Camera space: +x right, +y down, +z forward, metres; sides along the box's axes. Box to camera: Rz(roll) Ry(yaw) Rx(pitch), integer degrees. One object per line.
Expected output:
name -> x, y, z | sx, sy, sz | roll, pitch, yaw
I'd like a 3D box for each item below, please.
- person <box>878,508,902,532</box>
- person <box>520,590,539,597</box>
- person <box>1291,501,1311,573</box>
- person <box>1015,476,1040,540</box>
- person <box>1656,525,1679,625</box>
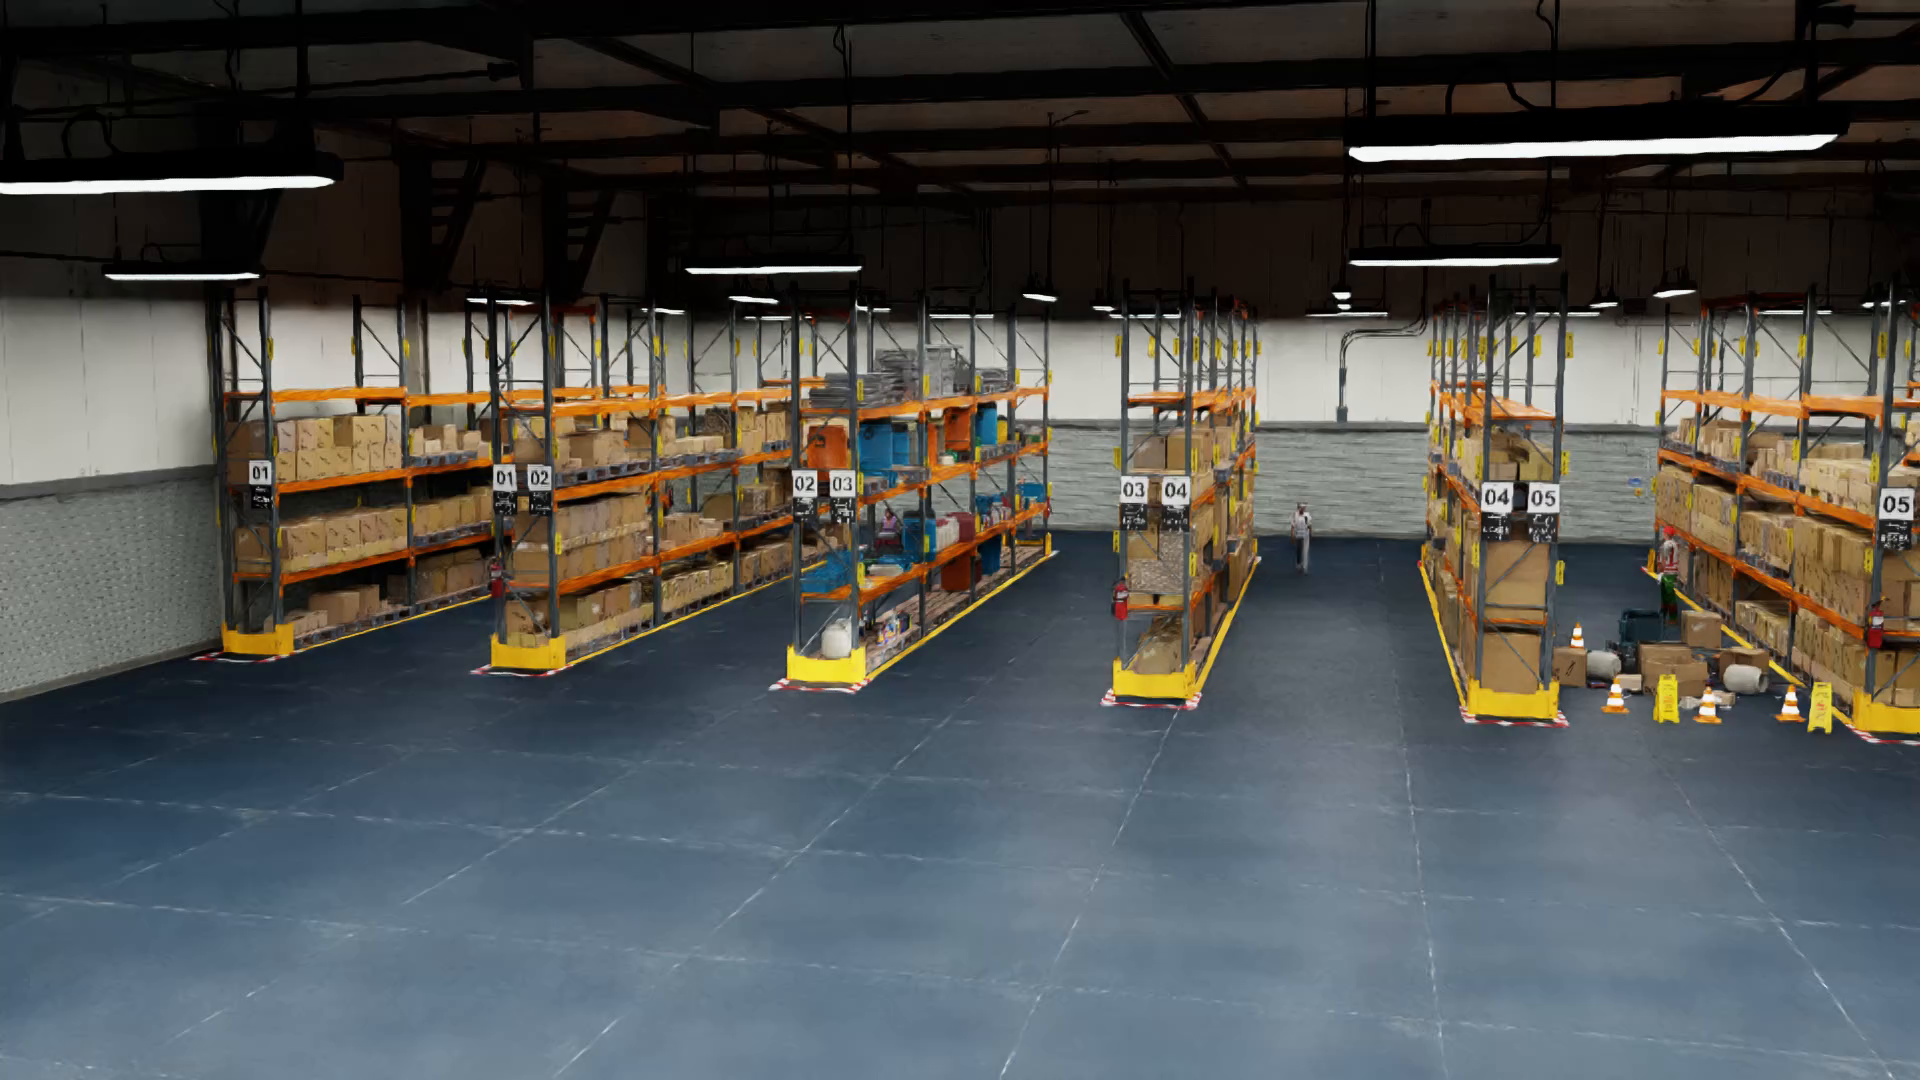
person -> -1.546, 0.036, 36.668 | 0.566, 1.541, 0.519 | 1, 7, 11
person -> -8.749, 0.297, 33.728 | 0.371, 1.650, 0.582 | -1, 7, -7
person -> 7.659, -0.097, 37.347 | 0.456, 1.572, 1.088 | 2, 7, 15
person -> 1.634, -0.819, 43.169 | 0.737, 1.712, 0.566 | -5, 8, -38
person -> 12.862, 0.621, 30.334 | 0.583, 1.786, 0.658 | 5, 8, 35
